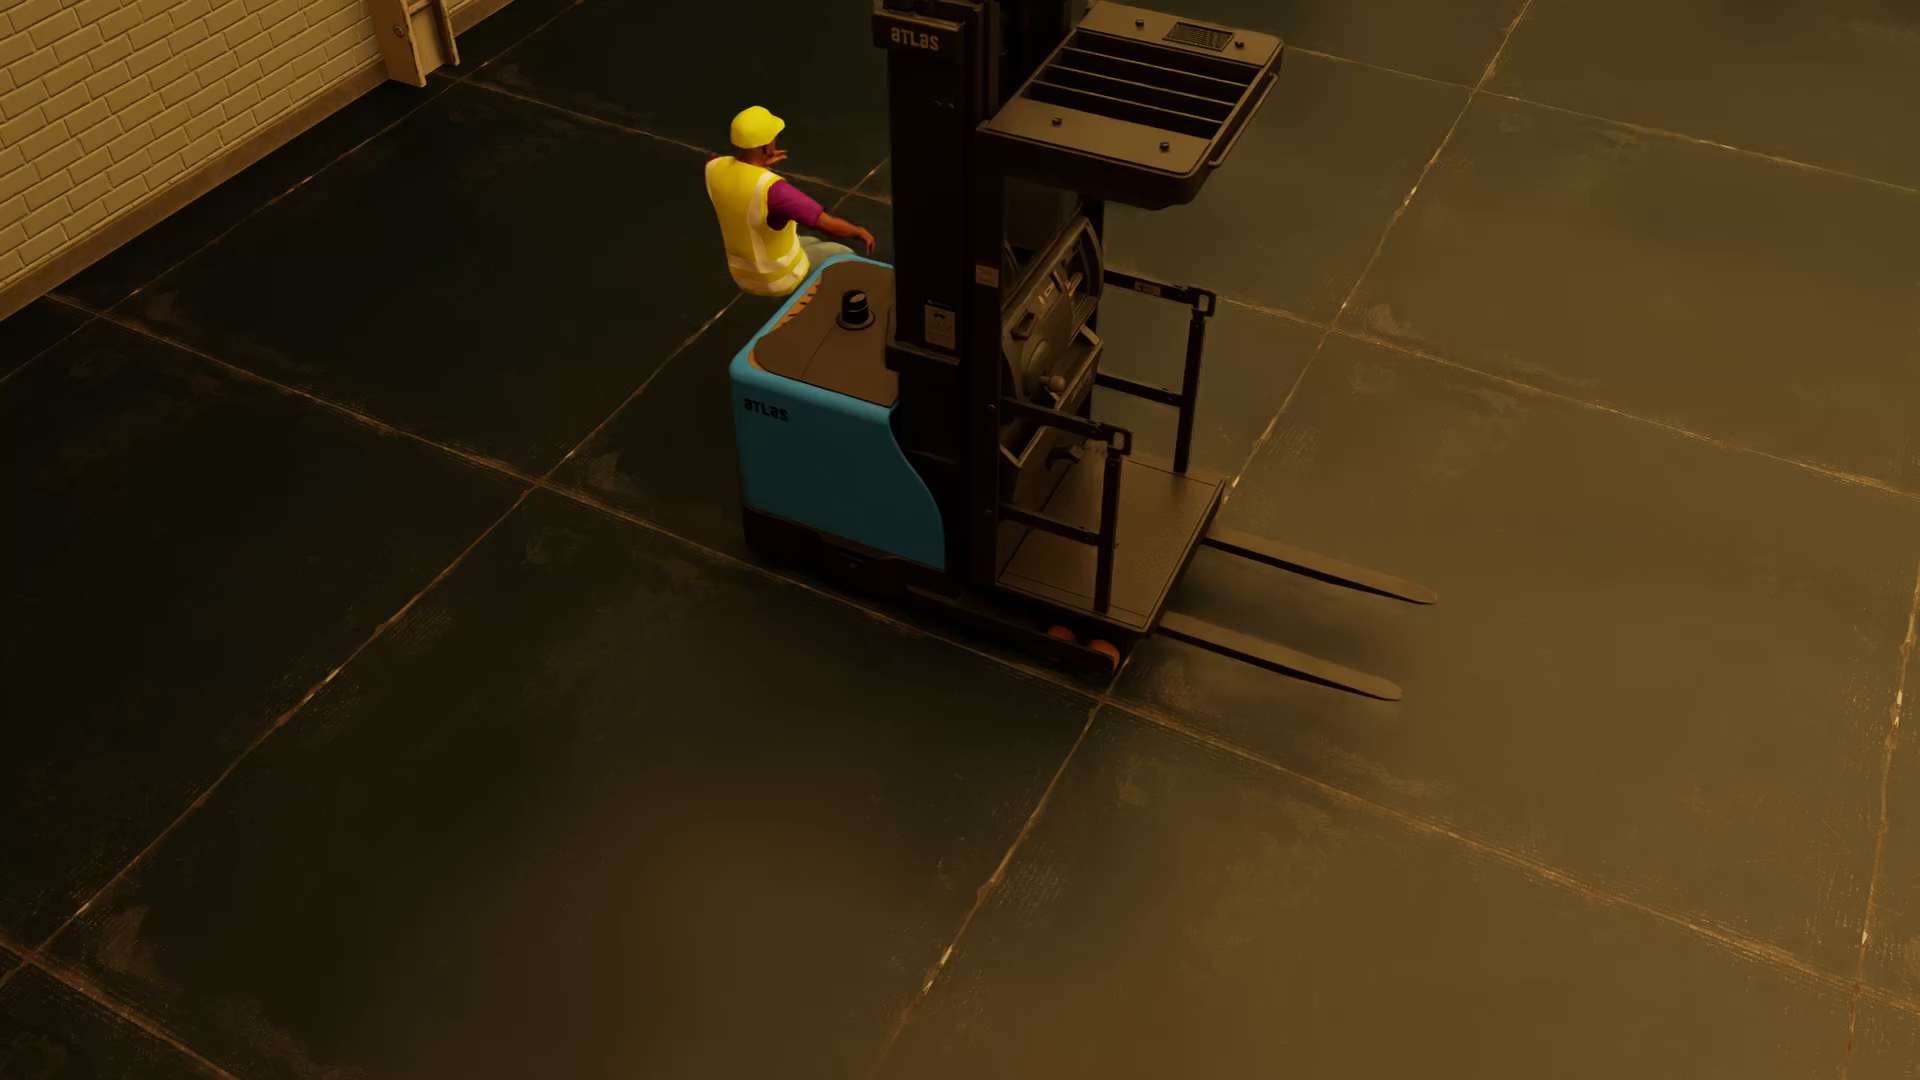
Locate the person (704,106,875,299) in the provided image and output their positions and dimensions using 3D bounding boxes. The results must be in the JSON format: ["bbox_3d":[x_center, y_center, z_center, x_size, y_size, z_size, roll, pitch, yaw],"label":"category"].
[{"bbox_3d":[-0.816,-1.555,8.359,0.926,1.508,0.874,24,48,23],"label":"person"}]

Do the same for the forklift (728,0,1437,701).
[{"bbox_3d":[0.559,-0.895,6.604,3.031,2.935,1.130,18,46,18],"label":"forklift"}]
